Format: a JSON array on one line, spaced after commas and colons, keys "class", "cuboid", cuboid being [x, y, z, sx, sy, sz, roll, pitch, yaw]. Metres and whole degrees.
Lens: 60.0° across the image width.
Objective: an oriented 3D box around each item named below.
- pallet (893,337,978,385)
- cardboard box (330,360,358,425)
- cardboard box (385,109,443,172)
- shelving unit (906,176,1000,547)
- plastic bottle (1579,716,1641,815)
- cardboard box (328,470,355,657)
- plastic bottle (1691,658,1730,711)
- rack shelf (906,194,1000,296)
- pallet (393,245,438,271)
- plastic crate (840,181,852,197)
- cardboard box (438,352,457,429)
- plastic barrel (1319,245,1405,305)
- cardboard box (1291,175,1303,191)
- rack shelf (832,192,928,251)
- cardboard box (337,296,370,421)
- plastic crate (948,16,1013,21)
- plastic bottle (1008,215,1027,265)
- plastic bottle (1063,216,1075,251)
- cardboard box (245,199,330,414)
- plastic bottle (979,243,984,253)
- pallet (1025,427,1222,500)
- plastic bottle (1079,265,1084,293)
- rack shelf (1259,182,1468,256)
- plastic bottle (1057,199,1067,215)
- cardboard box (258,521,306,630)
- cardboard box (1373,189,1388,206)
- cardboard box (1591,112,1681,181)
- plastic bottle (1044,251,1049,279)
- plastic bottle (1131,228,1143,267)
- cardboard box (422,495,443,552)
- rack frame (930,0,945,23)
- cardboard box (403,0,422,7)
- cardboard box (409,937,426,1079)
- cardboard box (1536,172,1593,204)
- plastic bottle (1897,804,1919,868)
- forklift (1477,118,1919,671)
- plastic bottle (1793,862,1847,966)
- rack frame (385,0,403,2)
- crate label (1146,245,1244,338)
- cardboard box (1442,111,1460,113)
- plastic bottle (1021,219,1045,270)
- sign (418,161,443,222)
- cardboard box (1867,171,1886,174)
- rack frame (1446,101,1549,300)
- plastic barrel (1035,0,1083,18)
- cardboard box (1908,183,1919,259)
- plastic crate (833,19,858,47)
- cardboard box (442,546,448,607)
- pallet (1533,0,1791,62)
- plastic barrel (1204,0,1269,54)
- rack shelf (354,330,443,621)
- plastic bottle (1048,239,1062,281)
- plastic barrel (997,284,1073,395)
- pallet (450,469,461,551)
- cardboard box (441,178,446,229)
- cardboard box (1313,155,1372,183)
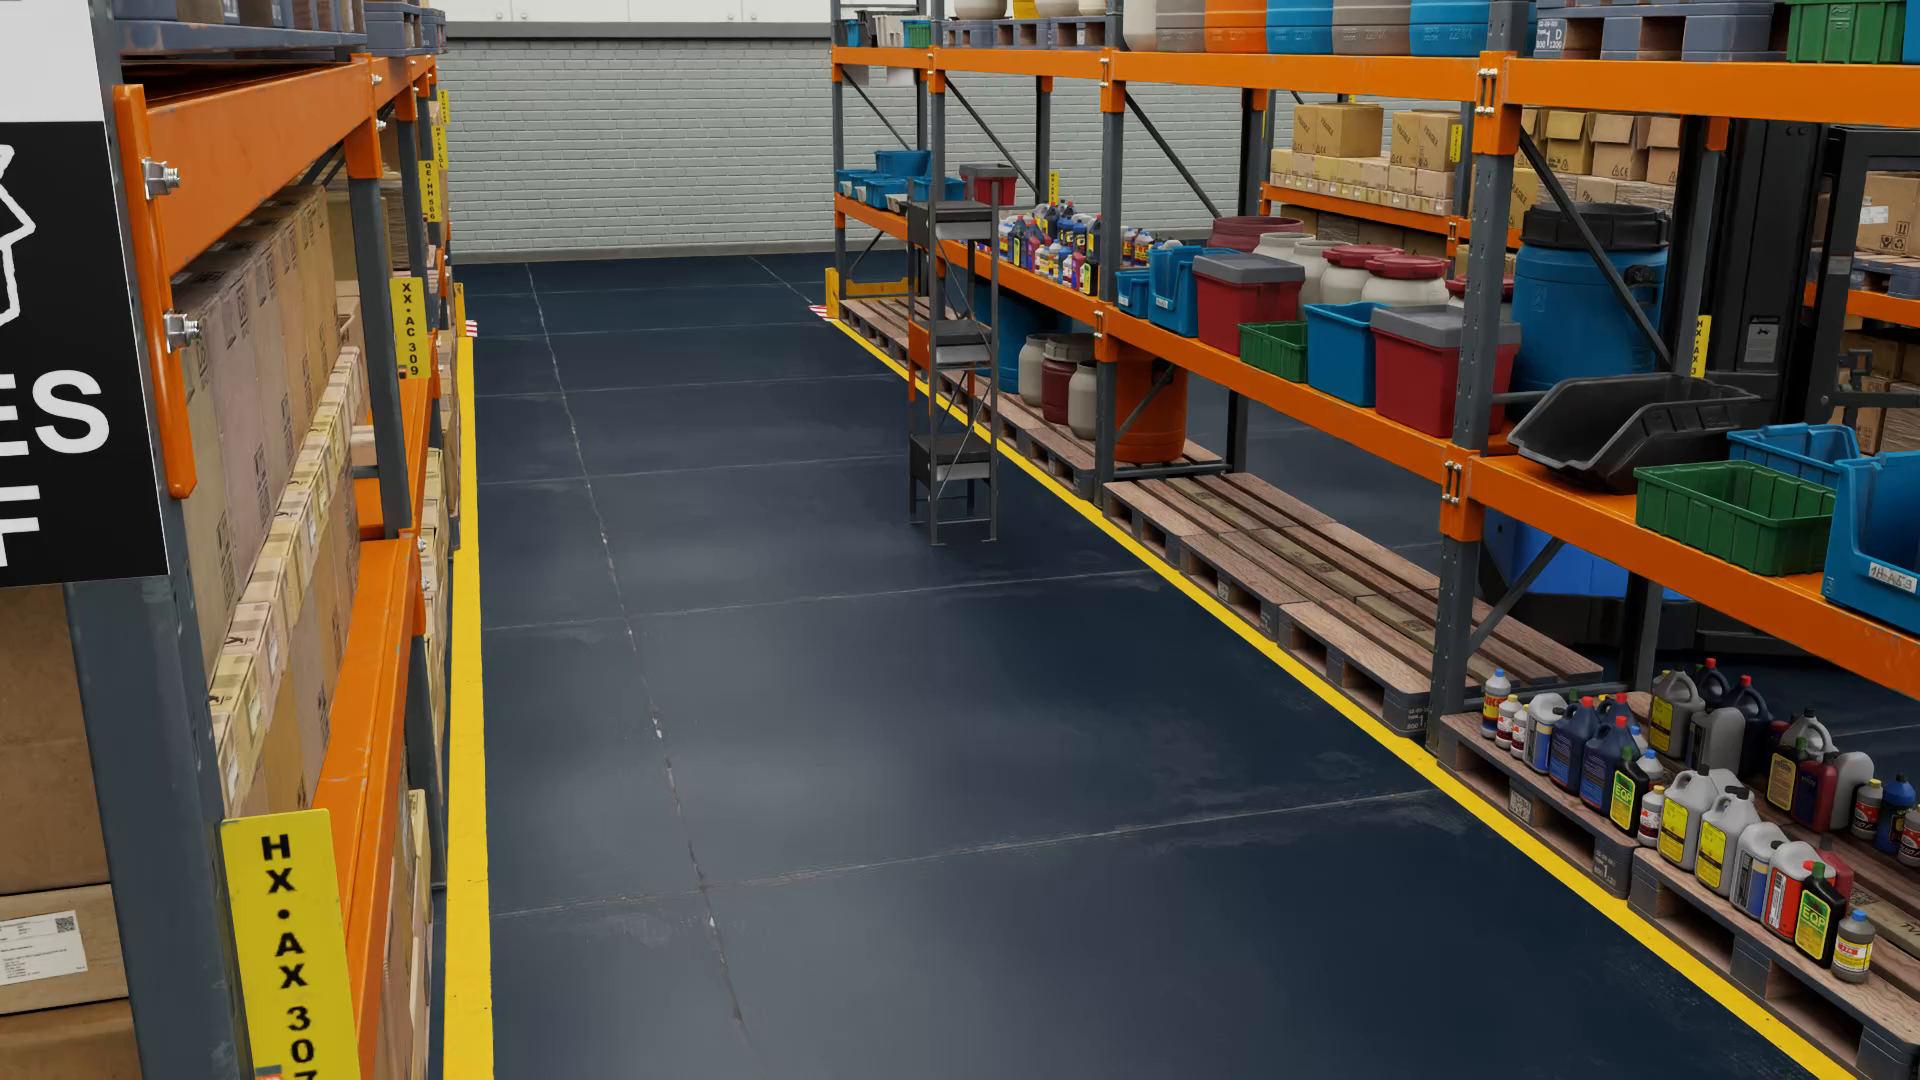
[{"class": "pallet", "cuboid": [0.018, -1.654, 15.093, 1.003, 0.211, 1.213, -5, 17, -15]}, {"class": "cardboard box", "cuboid": [-1.961, -0.418, 4.828, 0.380, 0.149, 0.250, -5, 17, -16]}, {"class": "cardboard box", "cuboid": [-4.648, -3.363, 14.023, 0.500, 0.500, 0.500, -5, 17, -17]}, {"class": "shelving unit", "cuboid": [-0.045, -1.051, 9.802, 0.431, 2.100, 0.503, -5, 17, -15]}, {"class": "plastic bottle", "cuboid": [2.331, 0.790, 5.949, 0.144, 0.351, 0.185, -5, 18, -18]}, {"class": "cardboard box", "cuboid": [-2.028, 0.034, 4.452, 0.700, 0.500, 0.500, -5, 17, -16]}, {"class": "plastic bottle", "cuboid": [2.910, 0.637, 6.458, 0.144, 0.351, 0.185, -5, 17, -17]}, {"class": "rack shelf", "cuboid": [-0.045, -1.709, 9.605, 0.431, 0.518, 0.480, -5, 17, -15]}, {"class": "pallet", "cuboid": [-3.946, -1.738, 10.858, 1.003, 0.211, 1.213, -5, 17, -15]}, {"class": "plastic crate", "cuboid": [-1.082, -3.609, 17.106, 0.250, 0.136, 0.298, -5, 17, -15]}, {"class": "cardboard box", "cuboid": [-3.830, -1.023, 11.722, 0.500, 0.500, 0.500, -4, 17, -15]}, {"class": "plastic barrel", "cuboid": [2.084, -1.246, 8.651, 0.433, 0.535, 0.433, 0, 17, 0]}, {"class": "cardboard box", "cuboid": [3.844, -3.901, 18.162, 0.380, 0.149, 0.250, -5, 17, -17]}, {"class": "rack shelf", "cuboid": [-0.292, -2.998, 15.970, 1.077, 0.370, 4.000, -5, 17, -15]}, {"class": "cardboard box", "cuboid": [-2.785, -0.732, 7.001, 0.500, 0.500, 0.500, -5, 17, -15]}, {"class": "plastic crate", "cuboid": [0.180, -4.529, 14.828, 0.497, 0.269, 0.590, -5, 17, -15]}, {"class": "plastic bottle", "cuboid": [0.430, -2.189, 12.112, 0.144, 0.351, 0.185, -5, 17, -15]}, {"class": "plastic bottle", "cuboid": [0.838, -2.352, 12.791, 0.097, 0.271, 0.097, 0, 17, 0]}, {"class": "cardboard box", "cuboid": [-2.039, -0.593, 4.285, 0.700, 0.500, 0.500, -5, 17, -15]}, {"class": "plastic bottle", "cuboid": [0.192, -2.353, 12.774, 0.061, 0.283, 0.133, -5, 17, -15]}, {"class": "pallet", "cuboid": [1.100, -0.562, 11.457, 1.003, 0.211, 1.213, -5, 17, -15]}, {"class": "plastic bottle", "cuboid": [0.821, -1.699, 10.741, 0.097, 0.201, 0.097, 0, 17, 0]}, {"class": "rack shelf", "cuboid": [4.470, -3.390, 17.273, 1.077, 0.370, 4.000, -5, 17, -15]}, {"class": "plastic bottle", "cuboid": [0.825, -2.538, 13.271, 0.144, 0.351, 0.185, -5, 17, -15]}, {"class": "cardboard box", "cuboid": [-1.465, 0.080, 3.170, 0.380, 0.149, 0.250, -5, 17, -16]}, {"class": "cardboard box", "cuboid": [4.338, -3.404, 16.506, 0.380, 0.149, 0.250, -4, 17, -14]}, {"class": "cardboard box", "cuboid": [5.567, -3.172, 13.380, 0.797, 0.503, 0.637, -4, 17, -13]}, {"class": "plastic bottle", "cuboid": [0.624, -1.898, 11.402, 0.097, 0.201, 0.097, 0, 17, 0]}, {"class": "plastic bottle", "cuboid": [1.275, -2.096, 11.918, 0.061, 0.283, 0.133, -5, 17, -15]}, {"class": "cardboard box", "cuboid": [-2.741, -0.037, 7.935, 0.500, 0.311, 0.500, -5, 17, -16]}, {"class": "rack frame", "cuboid": [0.258, -5.663, 13.162, 1.000, 3.000, 0.127, -5, 17, -15]}, {"class": "cardboard box", "cuboid": [-4.401, -4.157, 12.756, 0.500, 0.250, 0.500, -5, 17, -15]}, {"class": "cardboard box", "cuboid": [-1.690, 1.317, 4.404, 0.500, 0.250, 0.500, -5, 17, -15]}, {"class": "cardboard box", "cuboid": [5.182, -2.805, 13.901, 0.500, 0.500, 0.500, -5, 17, -17]}, {"class": "plastic bottle", "cuboid": [3.208, 0.983, 5.564, 0.097, 0.201, 0.097, 0, 17, 0]}, {"class": "forklift", "cuboid": [4.229, -0.934, 7.967, 3.031, 2.935, 1.130, 2, 17, 8]}, {"class": "plastic bottle", "cuboid": [2.580, 1.116, 4.980, 0.061, 0.283, 0.133, -4, 17, -14]}, {"class": "rack frame", "cuboid": [-3.407, -4.166, 8.178, 1.000, 3.000, 0.127, -5, 17, -15]}, {"class": "crate label", "cuboid": [1.370, -1.404, 9.350, 0.502, 0.435, 0.616, -5, 17, -15]}, {"class": "cardboard box", "cuboid": [5.006, -3.900, 16.163, 0.500, 0.500, 0.500, -5, 17, -15]}, {"class": "plastic bottle", "cuboid": [0.518, -2.101, 11.818, 0.144, 0.351, 0.185, -5, 17, -15]}, {"class": "sign", "cuboid": [-2.874, -1.892, 9.023, 0.100, 0.325, 0.005, -5, 17, -15]}, {"class": "cardboard box", "cuboid": [9.412, -3.847, 16.854, 0.500, 0.500, 0.500, -5, 17, -15]}, {"class": "rack frame", "cuboid": [5.020, -3.181, 15.328, 1.000, 3.000, 0.127, -5, 17, -15]}, {"class": "plastic barrel", "cuboid": [0.725, -3.864, 11.423, 0.433, 0.535, 0.433, 0, 17, 0]}, {"class": "cardboard box", "cuboid": [6.556, -2.031, 10.596, 0.700, 0.500, 0.500, -2, 17, -7]}, {"class": "plastic crate", "cuboid": [-1.004, -5.141, 16.867, 0.497, 0.269, 0.590, -5, 17, -15]}, {"class": "cardboard box", "cuboid": [-2.747, 0.231, 8.018, 0.500, 0.250, 0.500, -4, 17, -14]}, {"class": "pallet", "cuboid": [2.748, -1.731, 5.615, 1.213, 0.211, 1.003, -5, 17, -15]}, {"class": "plastic barrel", "cuboid": [1.554, -2.900, 8.432, 0.600, 0.830, 0.708, -5, 17, -15]}, {"class": "rack shelf", "cuboid": [-2.857, -0.395, 7.303, 1.077, 0.370, 4.000, -5, 17, -15]}, {"class": "plastic bottle", "cuboid": [0.651, -1.905, 11.302, 0.097, 0.271, 0.097, 0, 17, 0]}, {"class": "plastic barrel", "cuboid": [0.585, -1.638, 13.109, 0.600, 0.901, 0.708, -5, 17, -15]}, {"class": "pallet", "cuboid": [-3.575, -0.167, 10.140, 1.003, 0.211, 1.213, -5, 17, -15]}, {"class": "cardboard box", "cuboid": [-4.528, -2.751, 13.722, 0.500, 0.500, 0.500, -4, 17, -14]}, {"class": "cardboard box", "cuboid": [4.077, -3.922, 17.537, 0.500, 0.250, 0.500, -5, 18, -17]}]
